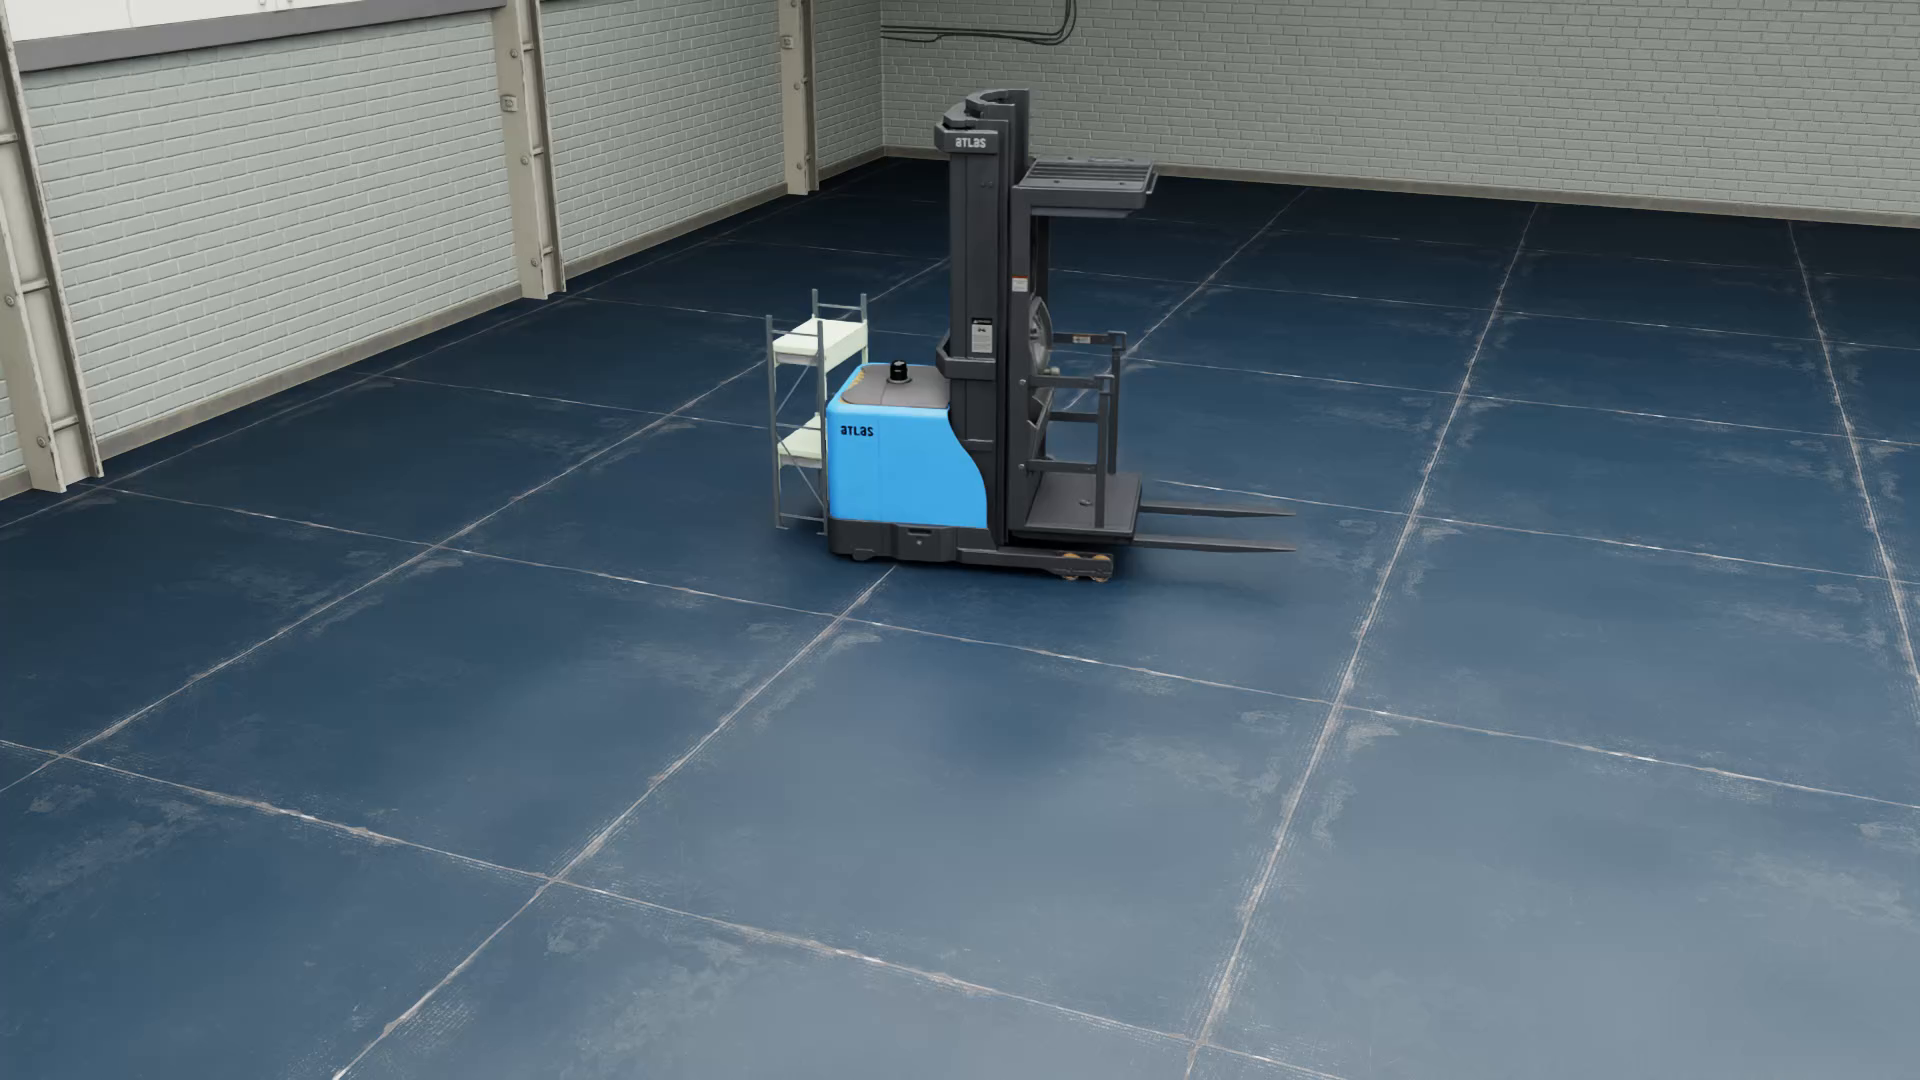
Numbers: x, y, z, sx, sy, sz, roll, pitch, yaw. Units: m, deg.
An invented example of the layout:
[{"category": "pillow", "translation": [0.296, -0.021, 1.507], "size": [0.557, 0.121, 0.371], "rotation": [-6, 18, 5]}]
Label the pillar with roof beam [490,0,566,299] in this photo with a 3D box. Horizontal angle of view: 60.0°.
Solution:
[{"category": "pillar with roof beam", "translation": [-0.370, -6.117, 14.219], "size": [9.100, 9.000, 0.400], "rotation": [9, 24, 20]}]

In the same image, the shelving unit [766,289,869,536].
[{"category": "shelving unit", "translation": [-0.956, -0.884, 11.421], "size": [0.431, 1.500, 0.755], "rotation": [8, 24, 18]}]

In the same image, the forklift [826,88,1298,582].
[{"category": "forklift", "translation": [0.700, -1.308, 10.578], "size": [3.031, 2.935, 1.130], "rotation": [4, 23, 9]}]

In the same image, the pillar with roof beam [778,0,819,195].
[{"category": "pillar with roof beam", "translation": [1.859, -8.264, 19.360], "size": [9.100, 9.000, 0.400], "rotation": [9, 24, 20]}]

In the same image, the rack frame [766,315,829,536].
[{"category": "rack frame", "translation": [-1.079, -0.751, 11.103], "size": [0.400, 1.500, 0.023], "rotation": [8, 24, 18]}]

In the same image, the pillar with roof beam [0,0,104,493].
[{"category": "pillar with roof beam", "translation": [-2.599, -3.970, 9.079], "size": [9.100, 9.000, 0.400], "rotation": [9, 24, 20]}]

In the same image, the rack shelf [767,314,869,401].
[{"category": "rack shelf", "translation": [-0.956, -1.244, 11.270], "size": [0.431, 0.370, 0.720], "rotation": [8, 24, 18]}]

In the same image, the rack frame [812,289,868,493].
[{"category": "rack frame", "translation": [-0.833, -1.017, 11.739], "size": [0.400, 1.500, 0.023], "rotation": [8, 24, 18]}]

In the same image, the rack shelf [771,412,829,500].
[{"category": "rack shelf", "translation": [-0.956, -0.583, 11.546], "size": [0.431, 0.370, 0.720], "rotation": [8, 24, 18]}]

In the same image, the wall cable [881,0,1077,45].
[{"category": "wall cable", "translation": [0.184, -8.313, 23.504], "size": [3.097, 2.526, 0.112], "rotation": [9, 24, 20]}]
